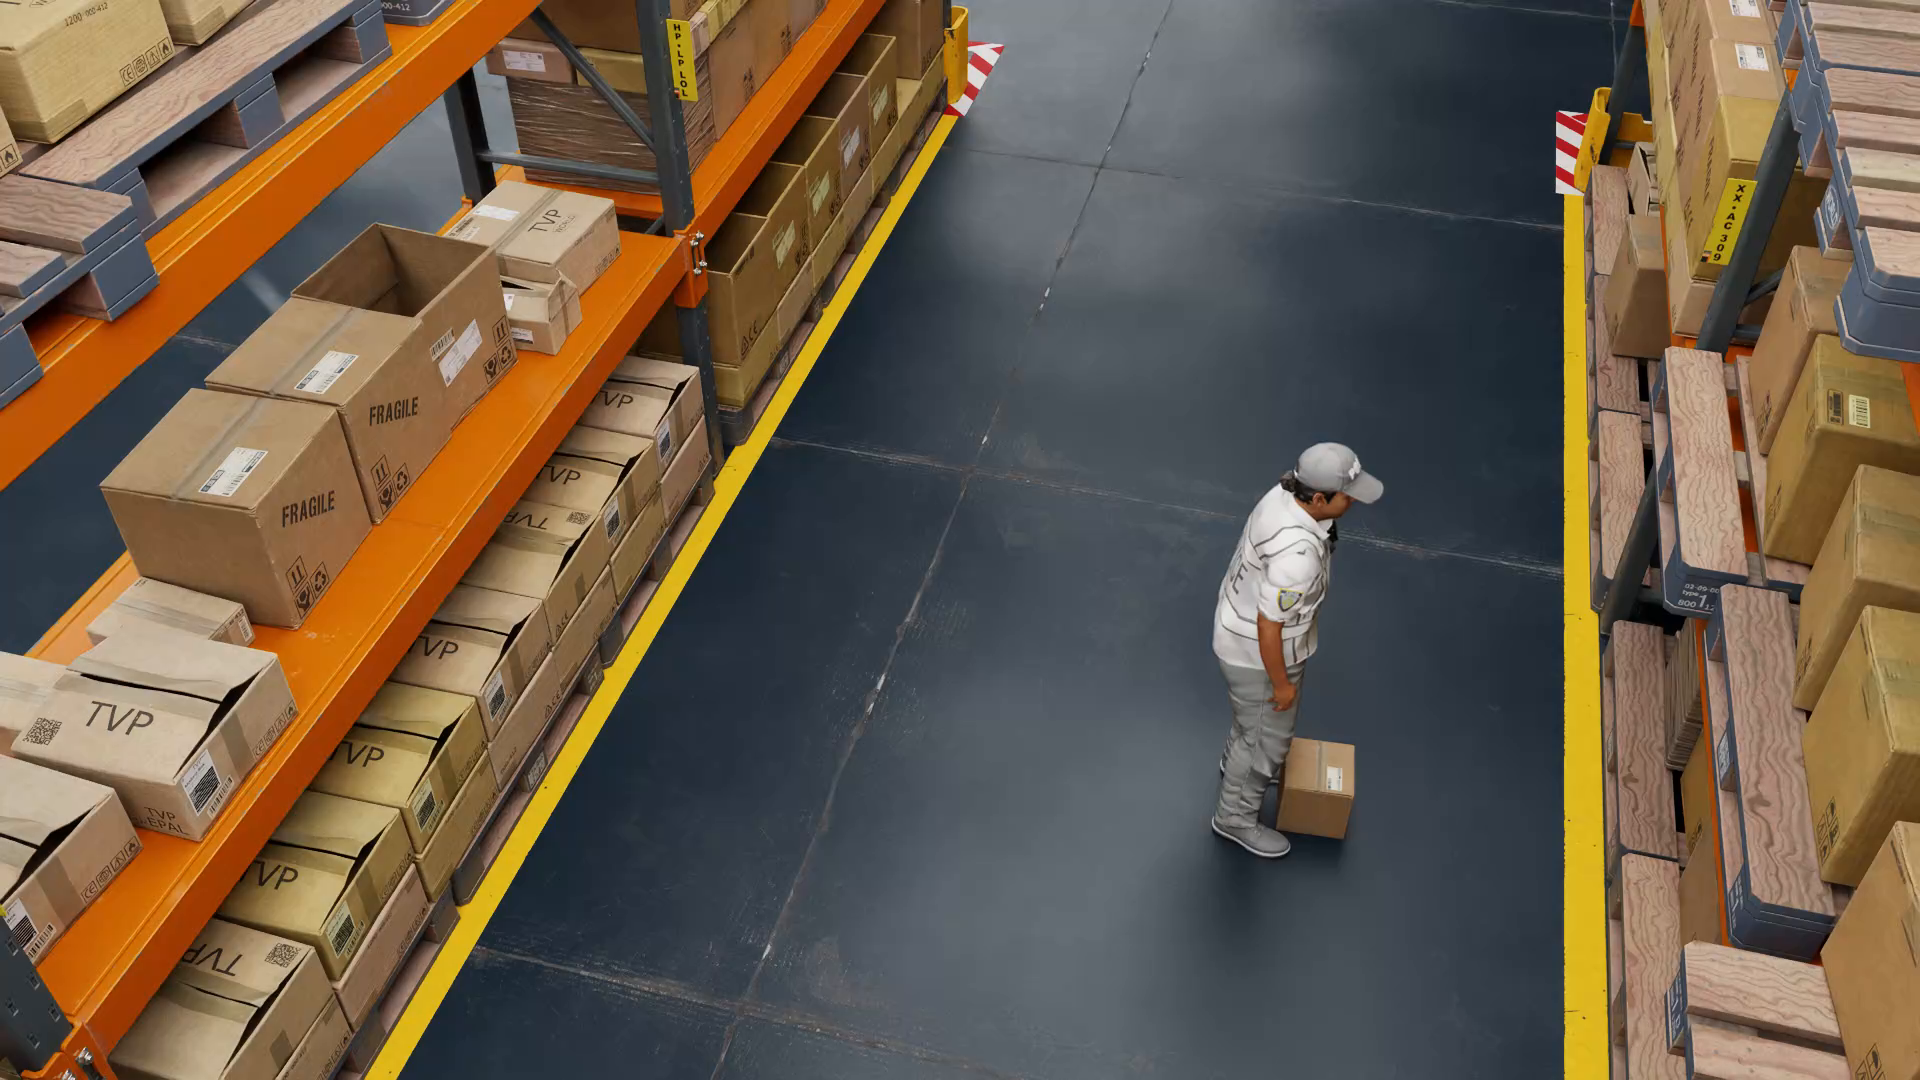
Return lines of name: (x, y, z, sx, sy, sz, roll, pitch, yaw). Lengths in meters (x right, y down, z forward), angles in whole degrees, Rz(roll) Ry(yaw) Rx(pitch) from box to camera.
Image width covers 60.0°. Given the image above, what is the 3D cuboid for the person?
person: (1.109, 0.352, 5.752, 0.467, 1.667, 0.558, 9, 42, 10)
